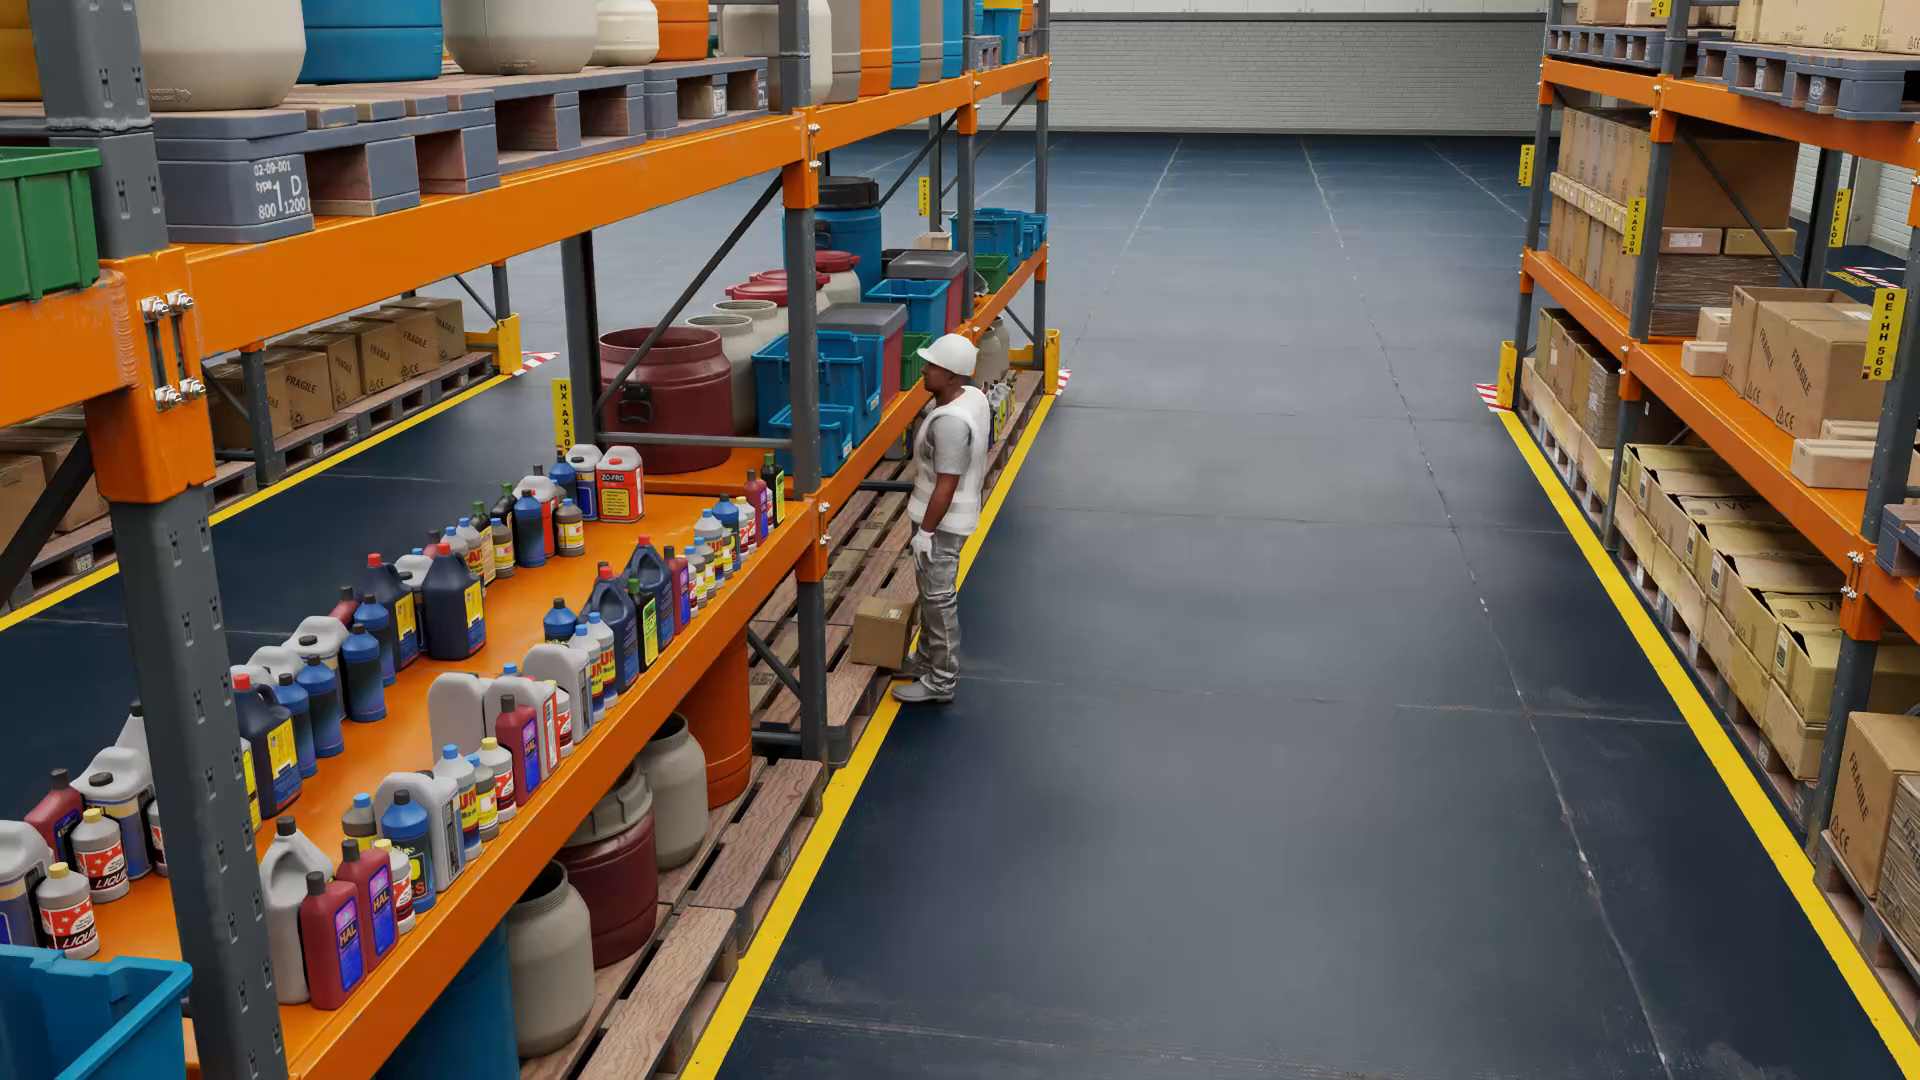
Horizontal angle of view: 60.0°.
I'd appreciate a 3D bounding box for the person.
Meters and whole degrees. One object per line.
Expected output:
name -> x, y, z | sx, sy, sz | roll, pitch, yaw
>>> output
person -> -0.158, -0.094, 7.783 | 0.575, 1.786, 0.656 | 3, 18, 9
